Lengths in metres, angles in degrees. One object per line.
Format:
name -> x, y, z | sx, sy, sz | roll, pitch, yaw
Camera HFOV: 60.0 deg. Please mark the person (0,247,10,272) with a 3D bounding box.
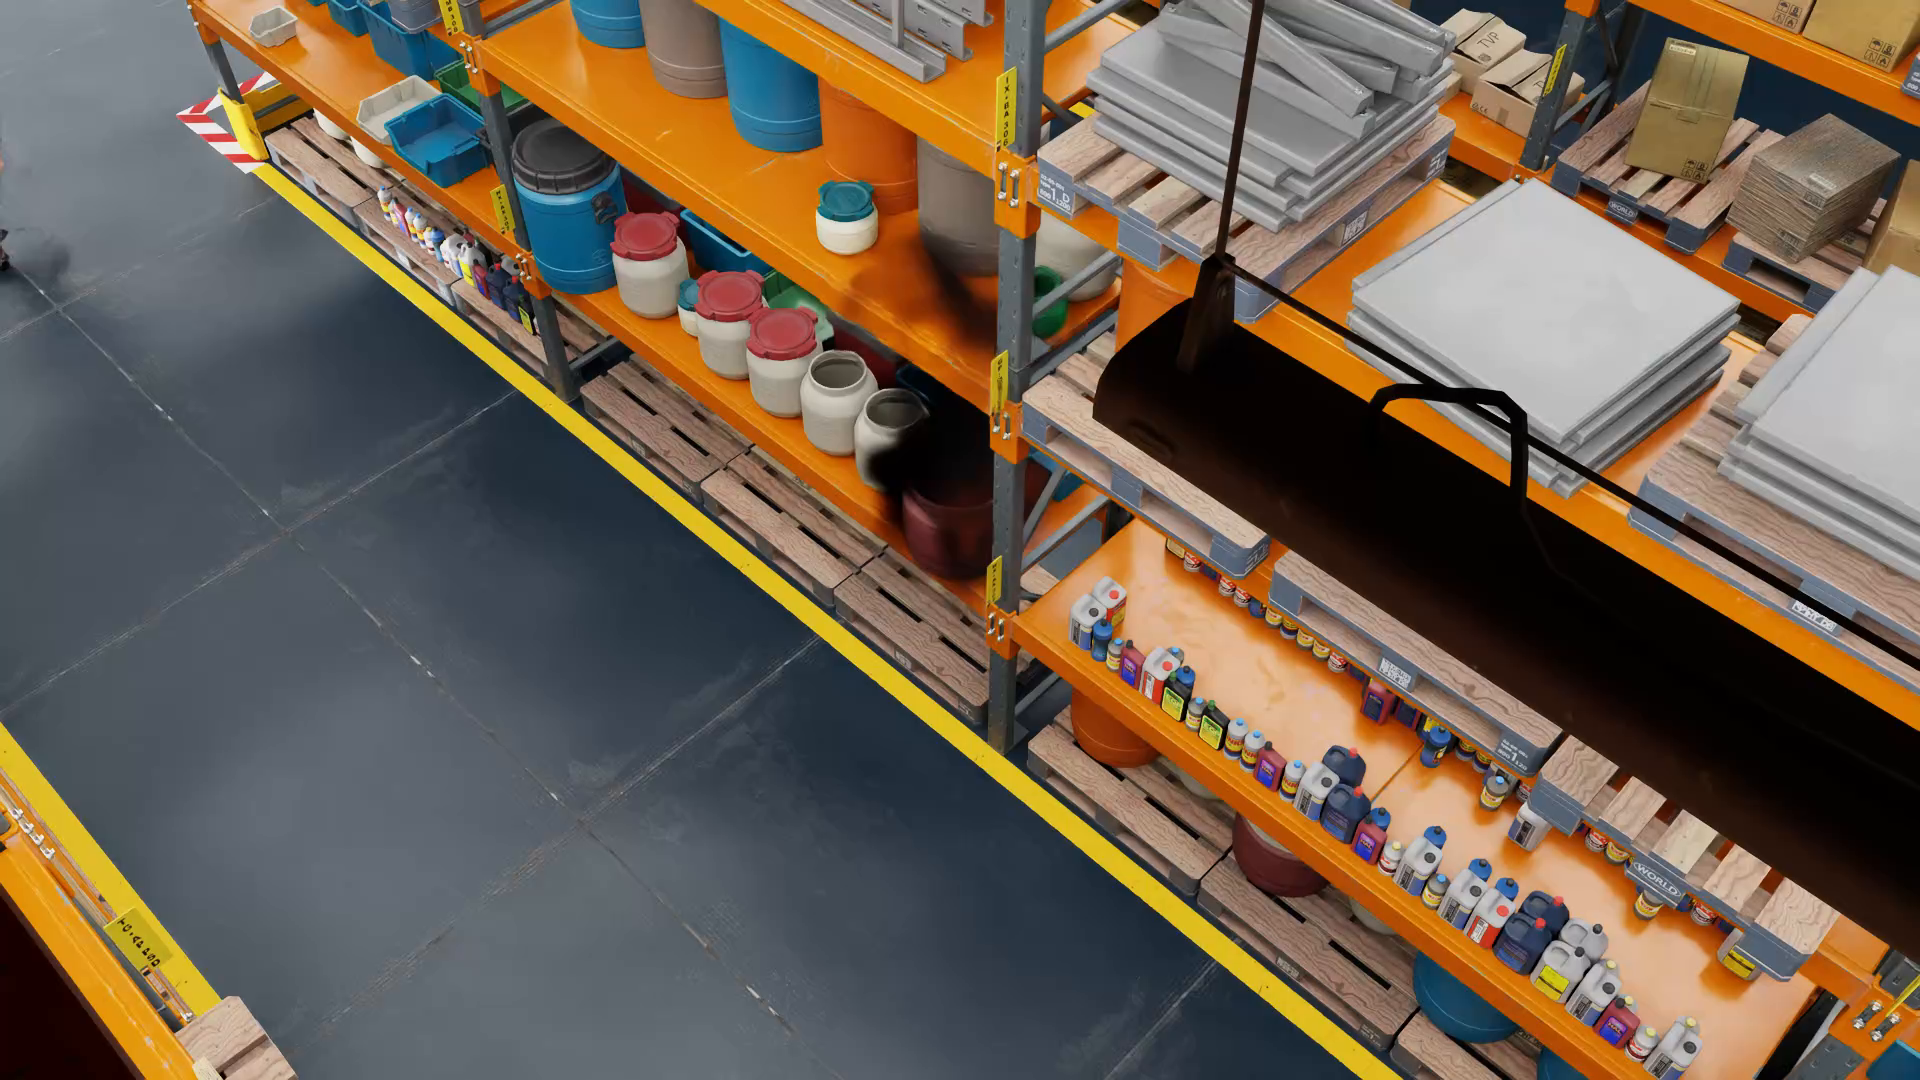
person -> -7.184, -2.449, 11.354 | 0.666, 1.670, 0.658 | 5, 50, 4
